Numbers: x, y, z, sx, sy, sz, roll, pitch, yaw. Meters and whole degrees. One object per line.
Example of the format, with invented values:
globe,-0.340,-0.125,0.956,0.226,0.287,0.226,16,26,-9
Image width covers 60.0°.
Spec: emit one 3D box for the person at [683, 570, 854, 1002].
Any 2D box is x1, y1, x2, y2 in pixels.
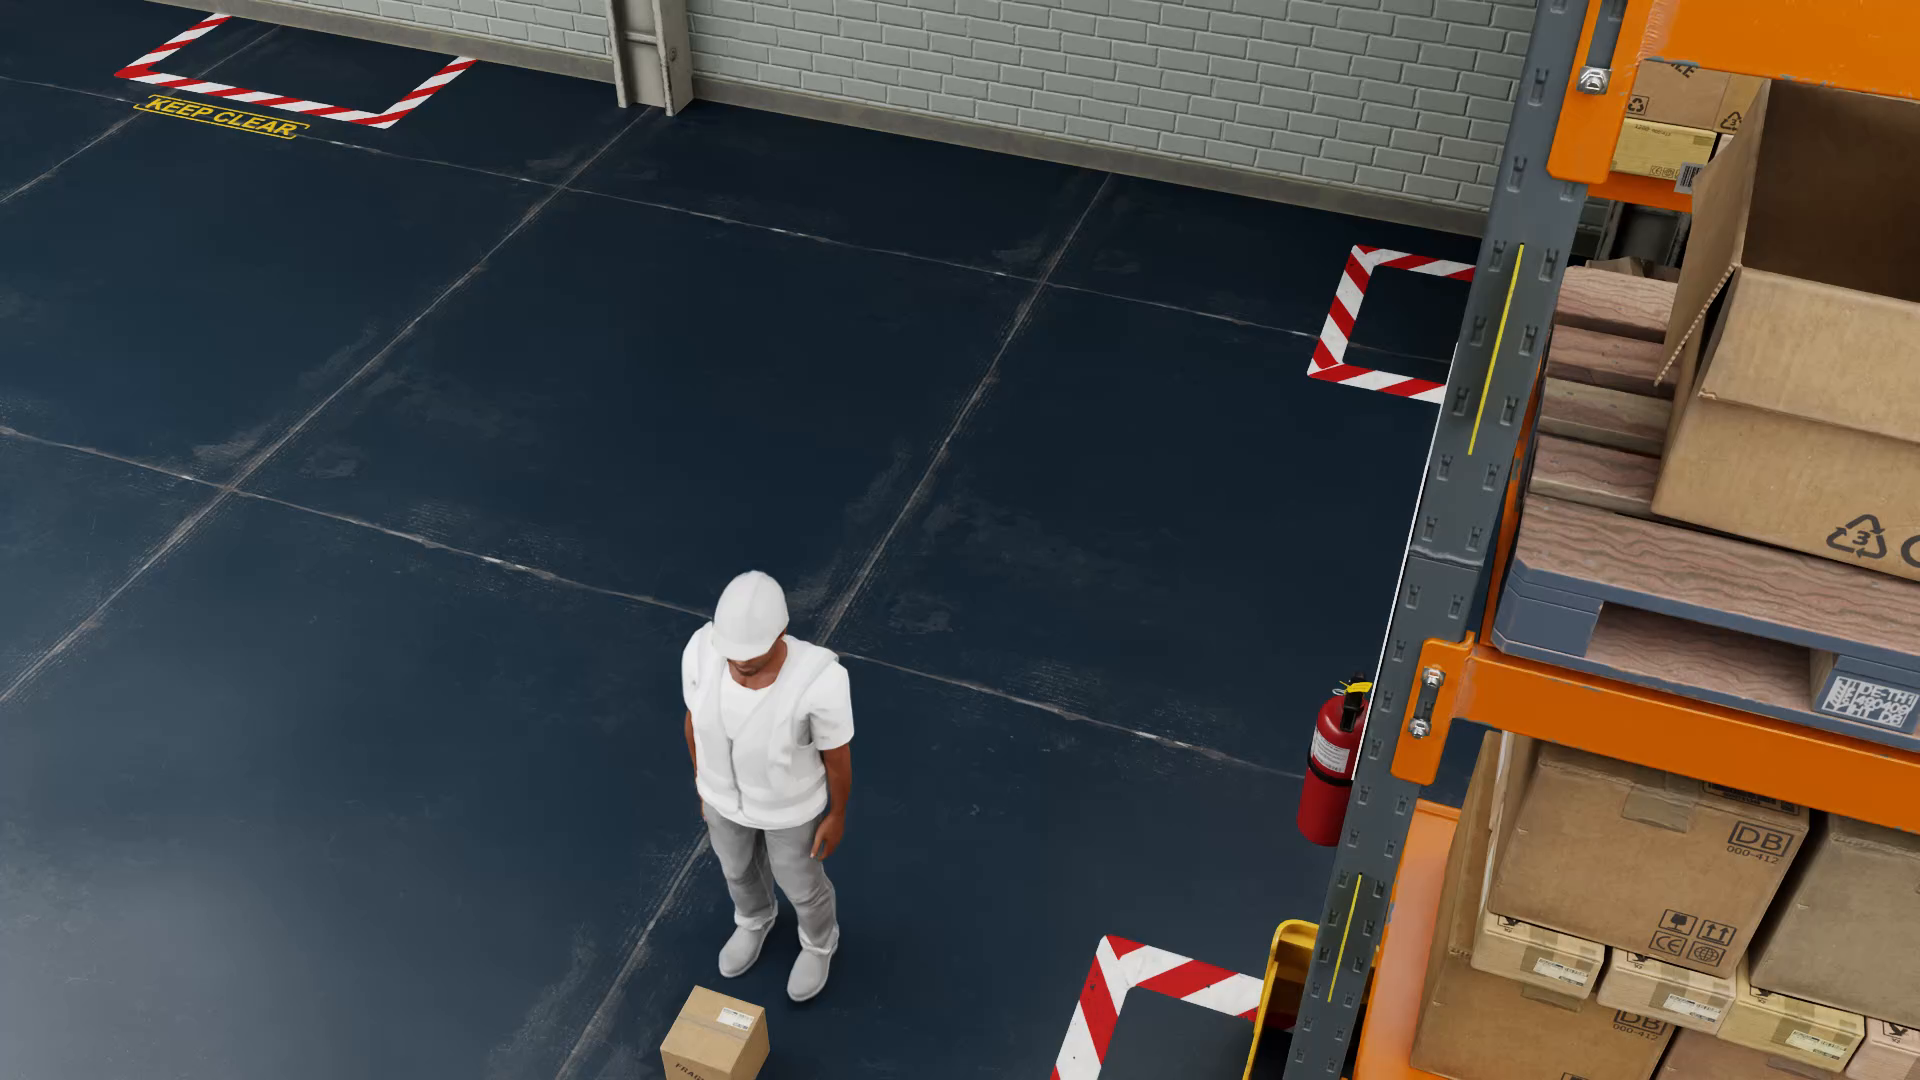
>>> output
person,-0.601,0.789,5.244,0.565,1.764,0.358,14,43,16
